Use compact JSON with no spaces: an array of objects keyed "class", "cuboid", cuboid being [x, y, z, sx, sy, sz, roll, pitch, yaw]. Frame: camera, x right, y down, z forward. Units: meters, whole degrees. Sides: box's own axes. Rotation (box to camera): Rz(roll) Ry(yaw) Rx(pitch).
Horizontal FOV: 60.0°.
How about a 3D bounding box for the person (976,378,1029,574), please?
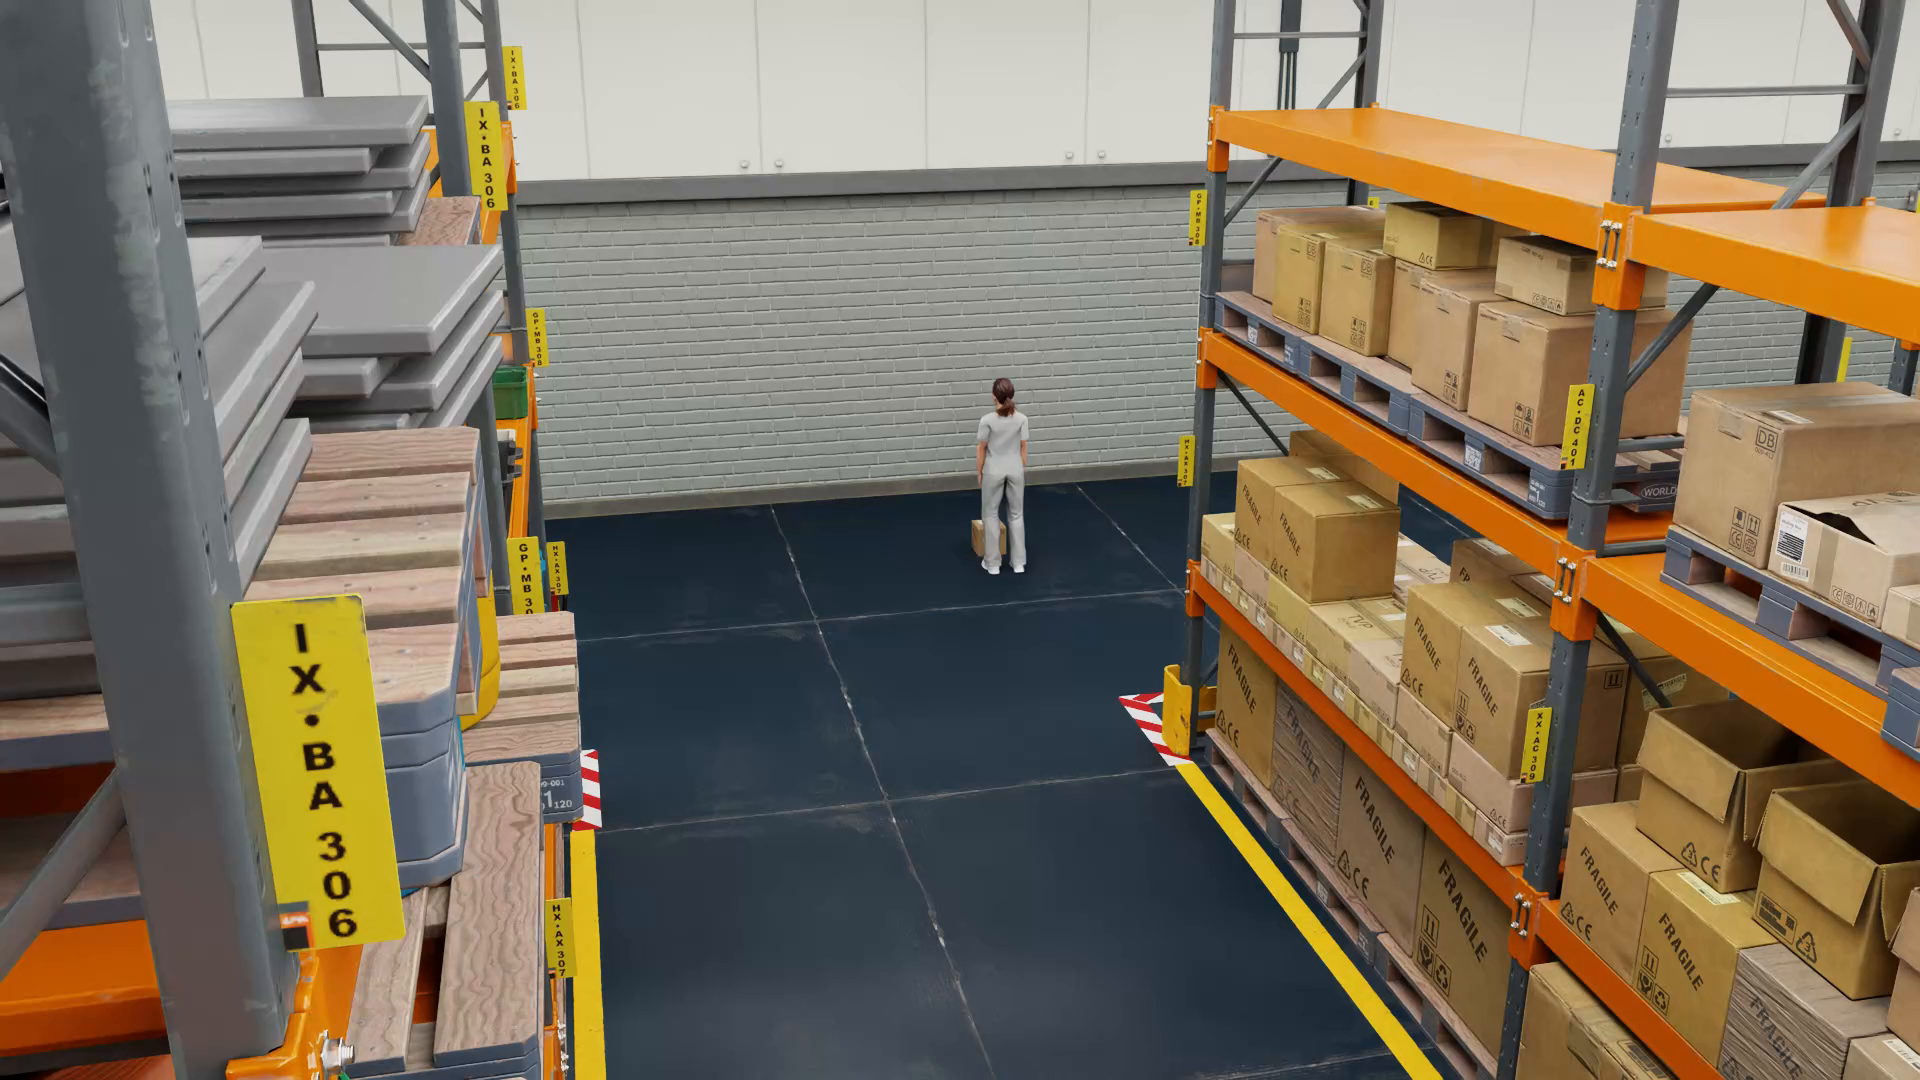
[{"class":"person","cuboid":[0.351,-0.528,13.847,0.438,1.676,0.363,-4,20,-11]}]
